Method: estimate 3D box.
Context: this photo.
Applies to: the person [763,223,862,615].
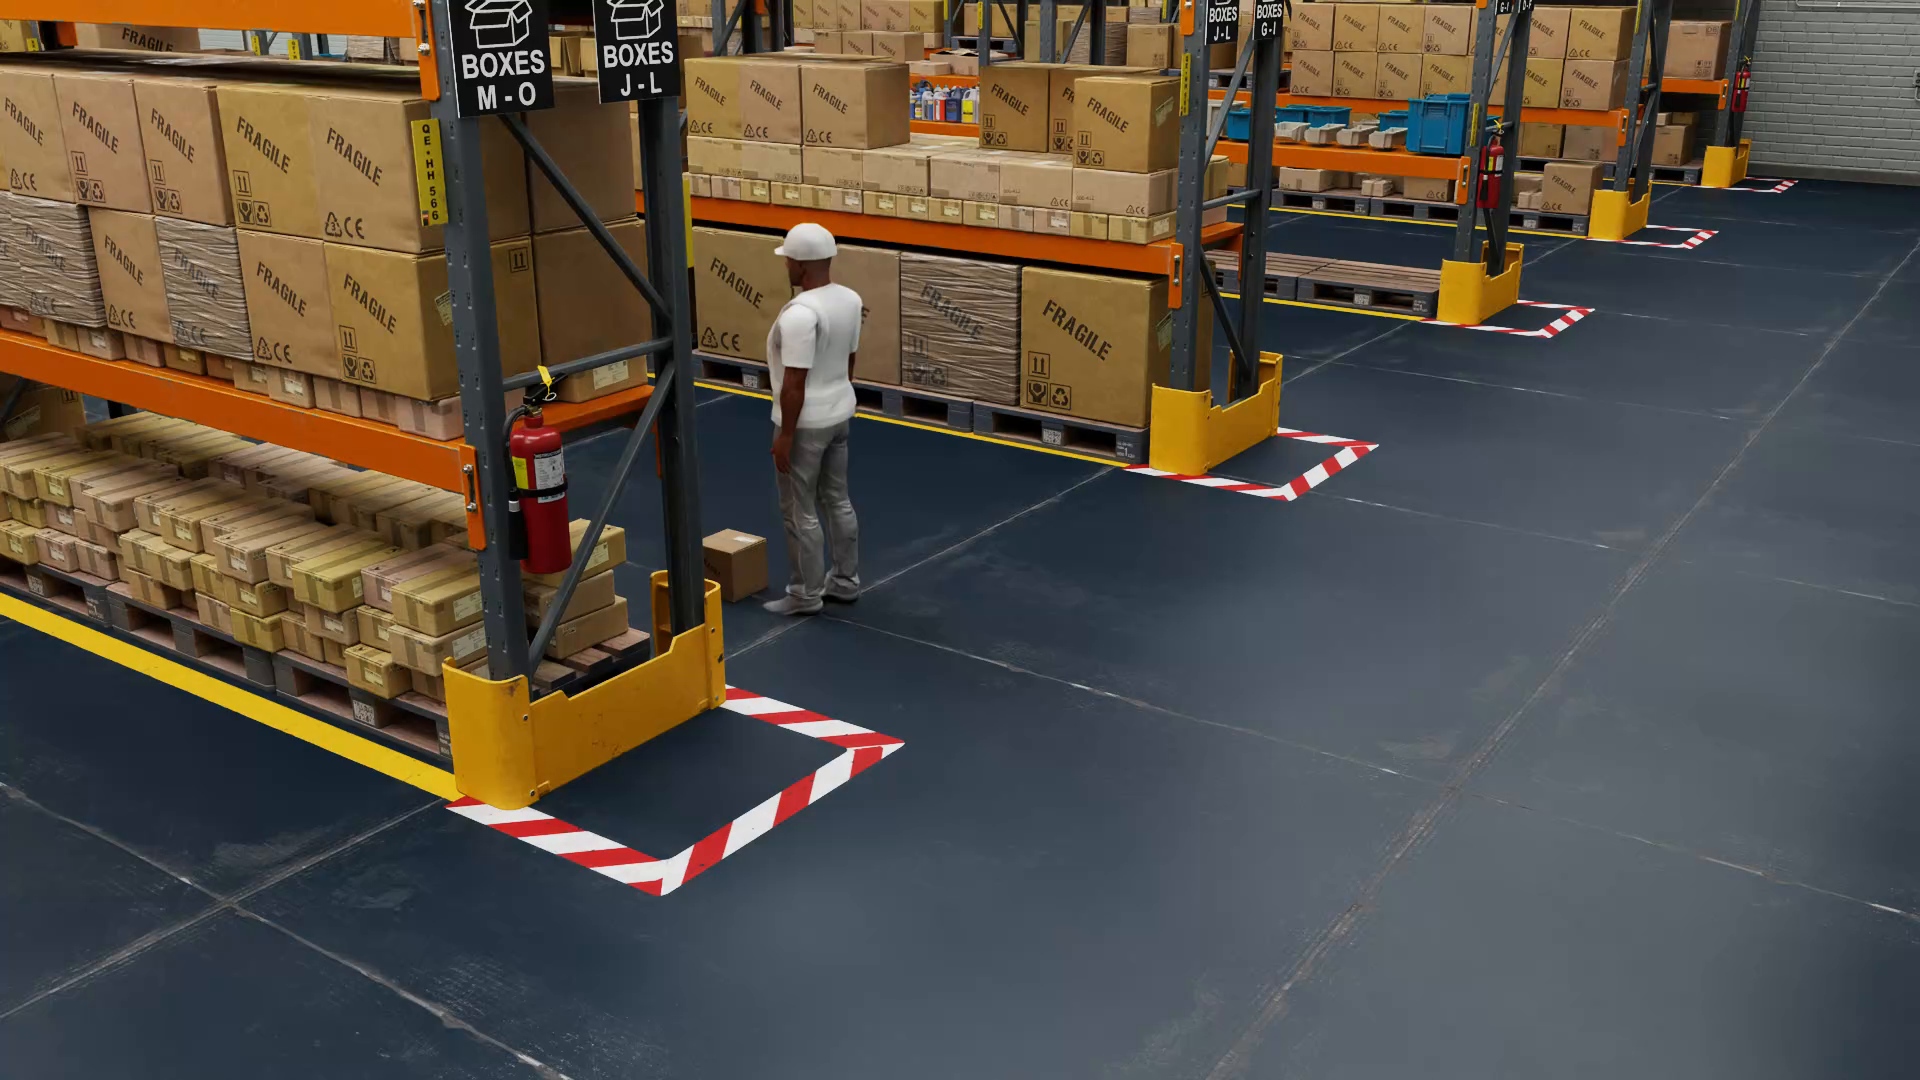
[{"bbox_3d":[-0.686,-0.523,7.505,0.403,1.806,0.596,10,22,25],"label":"person"}]
